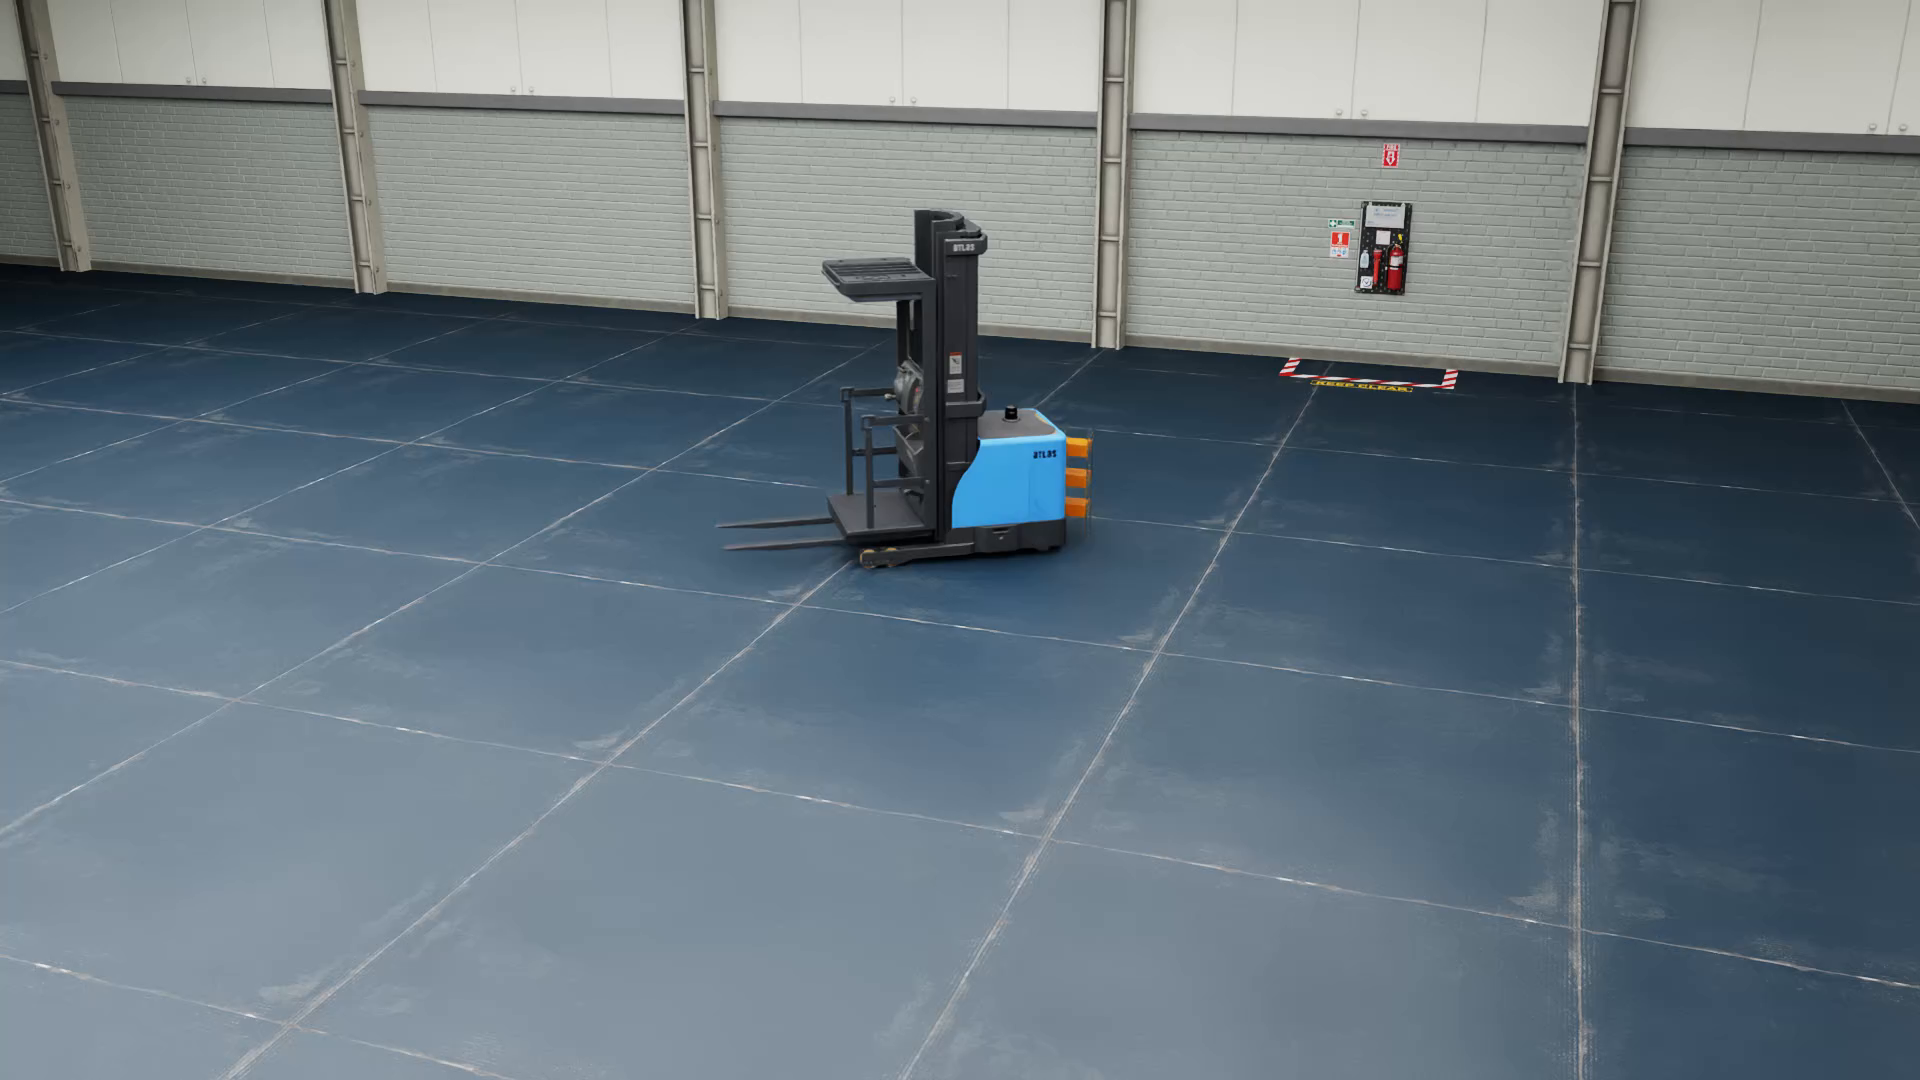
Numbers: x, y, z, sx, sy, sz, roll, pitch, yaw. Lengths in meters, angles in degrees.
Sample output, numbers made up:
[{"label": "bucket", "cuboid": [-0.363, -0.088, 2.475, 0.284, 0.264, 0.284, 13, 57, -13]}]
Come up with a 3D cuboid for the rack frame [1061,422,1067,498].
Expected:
[{"label": "rack frame", "cuboid": [0.928, -0.529, 14.997, 0.008, 1.050, 0.200, 6, 20, 17]}]

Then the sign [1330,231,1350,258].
[{"label": "sign", "cuboid": [4.876, -3.792, 21.343, 0.234, 0.329, 0.001, 7, 20, 18]}]

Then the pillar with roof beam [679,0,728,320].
[{"label": "pillar with roof beam", "cuboid": [-5.062, -6.195, 19.177, 0.400, 9.000, 9.100, 7, 20, 18]}]

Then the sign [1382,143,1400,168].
[{"label": "sign", "cuboid": [5.389, -4.810, 20.795, 0.199, 0.298, 0.001, 7, 20, 18]}]

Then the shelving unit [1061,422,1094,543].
[{"label": "shelving unit", "cuboid": [1.045, -0.517, 14.962, 0.252, 1.050, 0.215, 6, 20, 17]}]

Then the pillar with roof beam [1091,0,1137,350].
[{"label": "pillar with roof beam", "cuboid": [0.605, -5.547, 17.318, 0.400, 9.000, 9.100, 7, 20, 18]}]

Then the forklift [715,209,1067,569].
[{"label": "forklift", "cuboid": [-0.631, -1.324, 14.420, 3.031, 2.935, 1.130, -5, 20, -13]}]

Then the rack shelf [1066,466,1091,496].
[{"label": "rack shelf", "cuboid": [1.045, -0.507, 14.966, 0.240, 0.259, 0.215, 6, 20, 17]}]

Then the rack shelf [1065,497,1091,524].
[{"label": "rack shelf", "cuboid": [1.044, -0.244, 15.057, 0.240, 0.259, 0.215, 6, 20, 17]}]

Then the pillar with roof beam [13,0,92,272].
[{"label": "pillar with roof beam", "cuboid": [-16.398, -7.491, 22.896, 0.400, 9.000, 9.100, 7, 20, 18]}]

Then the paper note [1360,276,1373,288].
[{"label": "paper note", "cuboid": [5.219, -3.308, 21.347, 0.142, 0.148, 0.016, 7, 20, 18]}]

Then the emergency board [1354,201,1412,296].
[{"label": "emergency board", "cuboid": [5.364, -3.683, 21.086, 0.643, 1.169, 0.194, 7, 20, 18]}]

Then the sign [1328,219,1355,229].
[{"label": "sign", "cuboid": [4.877, -4.039, 21.246, 0.331, 0.109, 0.001, 7, 20, 18]}]

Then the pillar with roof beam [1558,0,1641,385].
[{"label": "pillar with roof beam", "cuboid": [6.273, -4.899, 15.458, 0.400, 9.000, 9.100, 7, 20, 18]}]

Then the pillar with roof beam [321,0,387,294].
[{"label": "pillar with roof beam", "cuboid": [-10.730, -6.843, 21.036, 0.400, 9.000, 9.100, 7, 20, 18]}]

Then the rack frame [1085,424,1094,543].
[{"label": "rack frame", "cuboid": [1.161, -0.504, 14.927, 0.008, 1.050, 0.200, 6, 20, 17]}]

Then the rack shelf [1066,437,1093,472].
[{"label": "rack shelf", "cuboid": [1.045, -0.775, 14.873, 0.240, 0.259, 0.215, 6, 20, 17]}]
